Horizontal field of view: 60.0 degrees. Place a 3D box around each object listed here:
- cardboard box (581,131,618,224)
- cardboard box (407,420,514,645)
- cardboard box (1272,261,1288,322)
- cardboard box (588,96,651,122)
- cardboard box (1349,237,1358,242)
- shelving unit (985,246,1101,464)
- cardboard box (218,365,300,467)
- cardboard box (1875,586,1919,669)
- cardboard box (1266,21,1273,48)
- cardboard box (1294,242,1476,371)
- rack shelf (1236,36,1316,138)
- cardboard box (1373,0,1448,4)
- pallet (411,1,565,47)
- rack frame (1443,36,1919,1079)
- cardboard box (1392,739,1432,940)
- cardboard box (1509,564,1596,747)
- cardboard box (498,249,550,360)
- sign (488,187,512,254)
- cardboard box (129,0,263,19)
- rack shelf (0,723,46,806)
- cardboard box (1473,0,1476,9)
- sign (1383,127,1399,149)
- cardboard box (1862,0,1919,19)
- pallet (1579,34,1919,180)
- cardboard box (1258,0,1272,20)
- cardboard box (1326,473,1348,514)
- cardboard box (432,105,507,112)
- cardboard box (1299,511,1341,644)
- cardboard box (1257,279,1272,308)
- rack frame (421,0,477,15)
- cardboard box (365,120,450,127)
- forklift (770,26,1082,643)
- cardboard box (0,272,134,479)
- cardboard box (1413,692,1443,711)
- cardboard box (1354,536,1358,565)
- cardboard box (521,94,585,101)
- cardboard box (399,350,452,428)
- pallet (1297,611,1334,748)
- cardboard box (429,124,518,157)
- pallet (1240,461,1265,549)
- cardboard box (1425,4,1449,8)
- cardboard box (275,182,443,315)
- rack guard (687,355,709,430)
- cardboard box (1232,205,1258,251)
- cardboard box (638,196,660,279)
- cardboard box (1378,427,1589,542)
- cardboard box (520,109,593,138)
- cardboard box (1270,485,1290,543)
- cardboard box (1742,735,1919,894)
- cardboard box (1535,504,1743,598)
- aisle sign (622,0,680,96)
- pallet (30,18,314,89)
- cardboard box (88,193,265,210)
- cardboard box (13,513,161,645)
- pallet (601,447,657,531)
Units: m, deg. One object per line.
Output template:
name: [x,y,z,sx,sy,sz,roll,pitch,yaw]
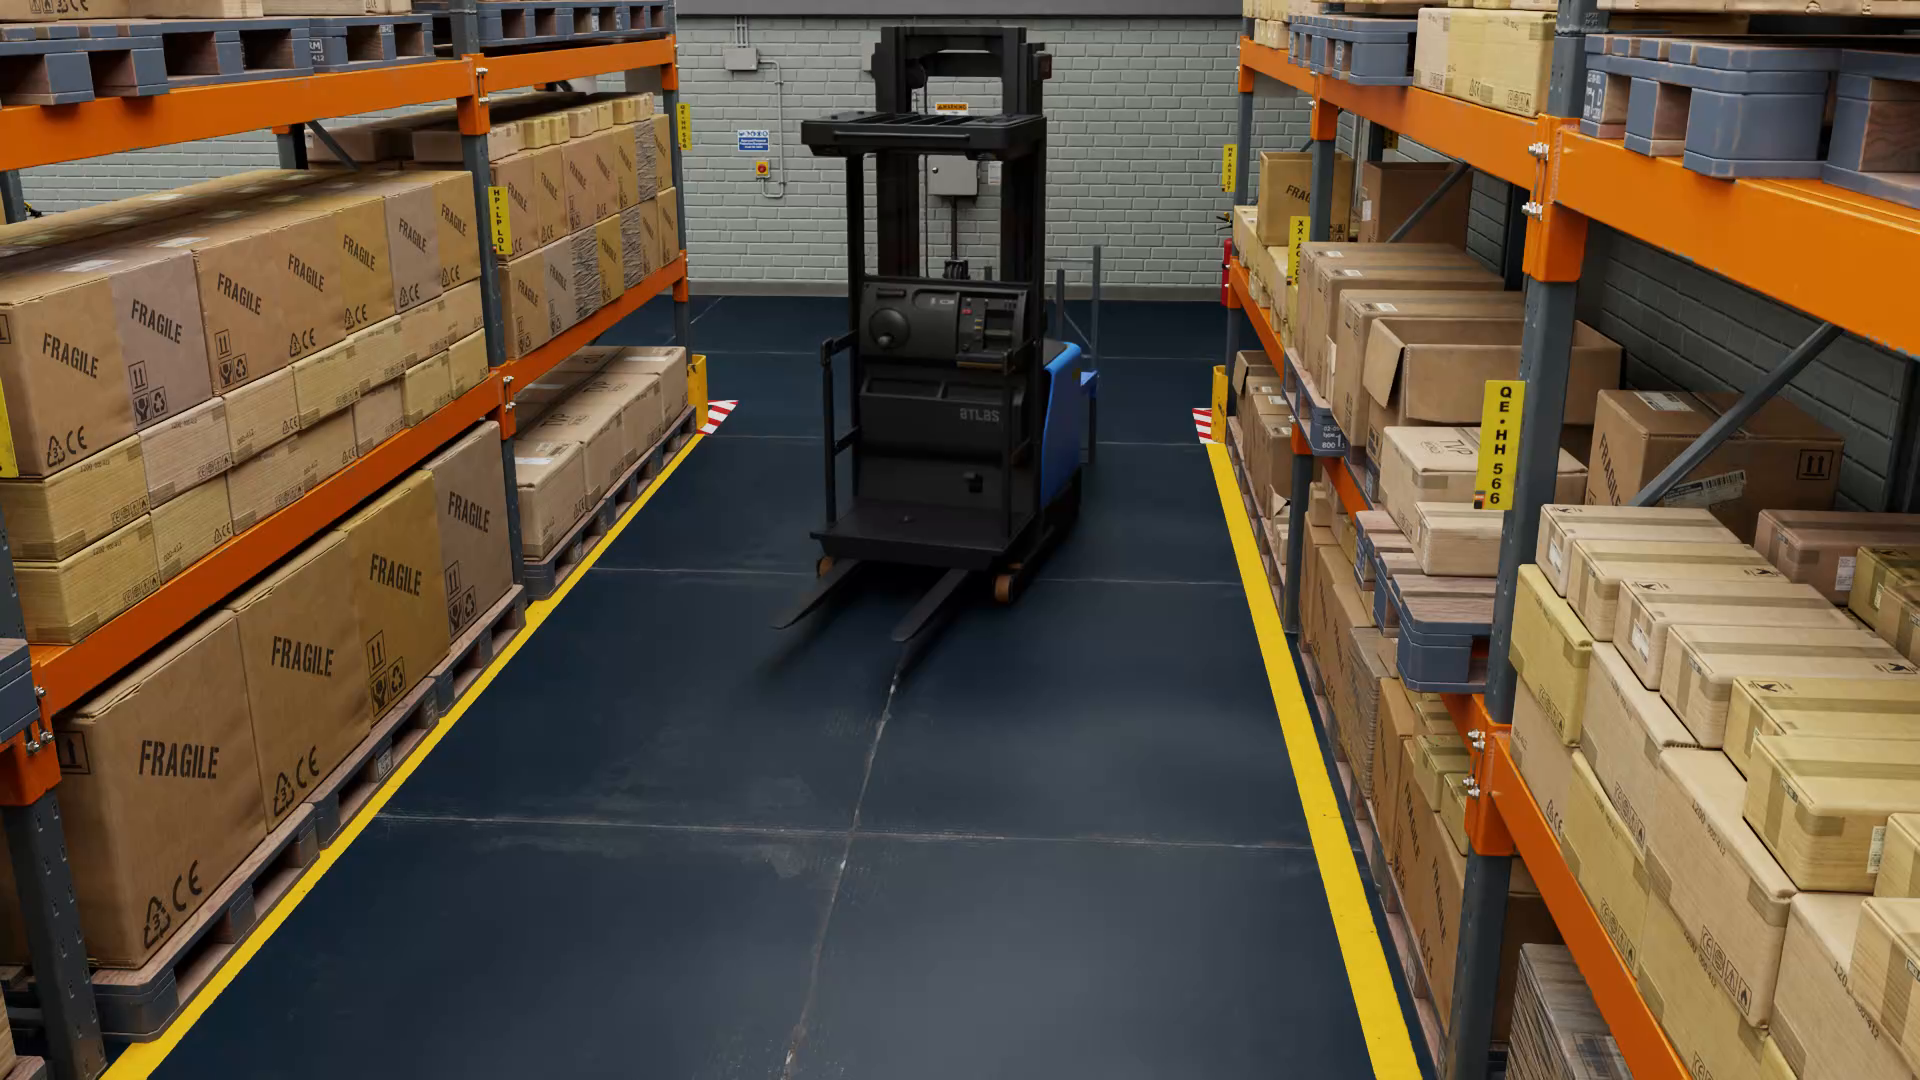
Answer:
cardboard box: [-2.393,-2.198,10.046,0.500,0.500,0.500,1,18,4]
cardboard box: [-2.763,-0.056,8.014,0.875,0.875,0.875,2,18,6]
cardboard box: [1.968,-1.340,8.959,0.500,0.250,0.500,1,18,4]
cardboard box: [-2.266,-2.856,11.014,0.380,0.149,0.250,1,18,3]
cardboard box: [2.556,-1.638,9.868,0.500,0.250,0.500,1,18,4]
shelving unit: [0.546,-1.113,10.912,0.538,1.500,1.048,5,19,16]
cardboard box: [-2.716,-0.451,5.921,0.500,0.250,0.500,1,18,4]
cardboard box: [2.058,0.204,3.280,0.380,0.149,0.250,1,18,4]
cardboard box: [1.978,-2.931,9.638,0.380,0.149,0.250,1,18,4]
cardboard box: [1.895,-1.053,7.483,0.700,0.500,0.500,2,18,5]
rack shelf: [2.297,-2.655,9.548,1.077,0.370,4.000,1,18,4]
cardboard box: [1.650,-1.942,5.783,0.380,0.149,0.250,2,18,5]
pallet: [-2.729,-2.697,8.663,1.003,0.211,1.213,1,18,4]
rack frame: [1.866,0.292,4.216,1.000,3.000,0.127,1,18,4]
cardboard box: [1.729,0.989,5.429,0.500,0.500,0.500,1,18,3]
cardboard box: [1.566,0.257,3.759,0.500,0.250,0.500,1,18,4]
cardboard box: [-2.503,-1.248,8.753,0.500,0.500,0.500,2,18,6]
sign: [-2.256,-1.564,8.146,0.100,0.325,0.005,1,18,4]
cardboard box: [-2.784,-1.984,6.043,0.380,0.166,0.250,3,18,9]
rack shelf: [-3.228,1.145,2.767,1.077,0.370,4.000,1,18,4]
cardboard box: [1.776,-1.683,5.026,0.380,0.149,0.250,1,18,4]
sign: [2.992,-2.875,11.512,0.100,0.325,0.005,1,18,4]
cardboard box: [1.498,-0.893,2.017,0.500,0.500,0.500,2,18,5]
pallet: [1.907,-0.831,3.129,1.213,0.211,1.003,2,18,6]
cardboard box: [2.070,-3.240,9.939,0.500,0.250,0.500,1,18,2]
cardboard box: [1.891,-0.225,7.612,0.380,0.149,0.250,0,18,1]
cardboard box: [-2.966,-2.549,10.076,0.380,0.149,0.250,1,18,3]
cardboard box: [1.894,0.183,7.888,0.500,0.500,0.500,2,18,6]
cardboard box: [2.002,-1.496,10.076,0.380,0.149,0.250,2,18,5]
rack frame: [-2.798,-3.911,7.408,1.000,3.000,0.127,1,18,4]
cardboard box: [-2.939,-2.151,8.861,0.380,0.149,0.250,1,18,4]
forklift: [-0.154,-1.188,8.841,1.130,2.935,3.031,5,19,16]
cardboard box: [-2.805,-0.488,4.830,0.500,0.500,0.500,1,18,2]
cardboard box: [1.765,0.565,5.679,0.380,0.149,0.250,2,18,6]
cardboard box: [1.906,0.088,7.136,0.380,0.149,0.250,1,18,3]
cardboard box: [-2.761,-2.947,11.290,0.380,0.149,0.250,2,18,5]
cardboard box: [-2.616,-0.686,7.440,0.500,0.250,0.500,1,18,3]
pallet: [2.133,0.628,7.668,1.003,0.211,1.213,1,18,4]
cardboard box: [-2.514,-2.063,8.595,0.380,0.149,0.250,2,18,5]
pallet: [2.288,-0.219,10.252,1.003,0.211,1.213,1,18,4]
cardboard box: [2.473,-2.597,7.977,0.500,0.250,0.500,1,18,3]
cardboard box: [-2.609,-1.278,7.239,0.500,0.500,0.500,2,18,5]
rack guard: [-2.509,-1.122,12.545,1.175,0.500,0.348,1,18,4]
cardboard box: [2.139,-2.128,11.364,0.500,0.250,0.500,1,18,4]
cardboard box: [-2.333,-2.039,11.168,0.500,0.500,0.500,1,18,3]
cardboard box: [1.619,-0.172,5.196,0.500,0.250,0.500,0,18,1]
cardboard box: [-2.389,-2.456,9.793,0.380,0.149,0.250,1,18,4]
cardboard box: [1.926,-0.141,9.254,0.396,0.266,0.258,2,18,6]
cardboard box: [1.468,0.429,2.593,0.380,0.149,0.250,2,18,5]
cardboard box: [1.550,0.028,3.817,0.380,0.149,0.250,2,18,6]
aisle sign: [-2.197,-3.553,11.775,0.394,0.787,0.004,1,18,4]
pallet: [-3.014,-1.702,5.787,1.003,0.211,1.213,2,18,6]
cardboard box: [-3.164,-1.138,6.814,0.500,0.500,0.500,1,18,3]
cardboard box: [-2.799,0.107,5.021,0.500,0.250,0.500,1,18,3]
pallet: [-2.581,-0.350,10.651,1.003,0.211,1.213,1,18,4]
